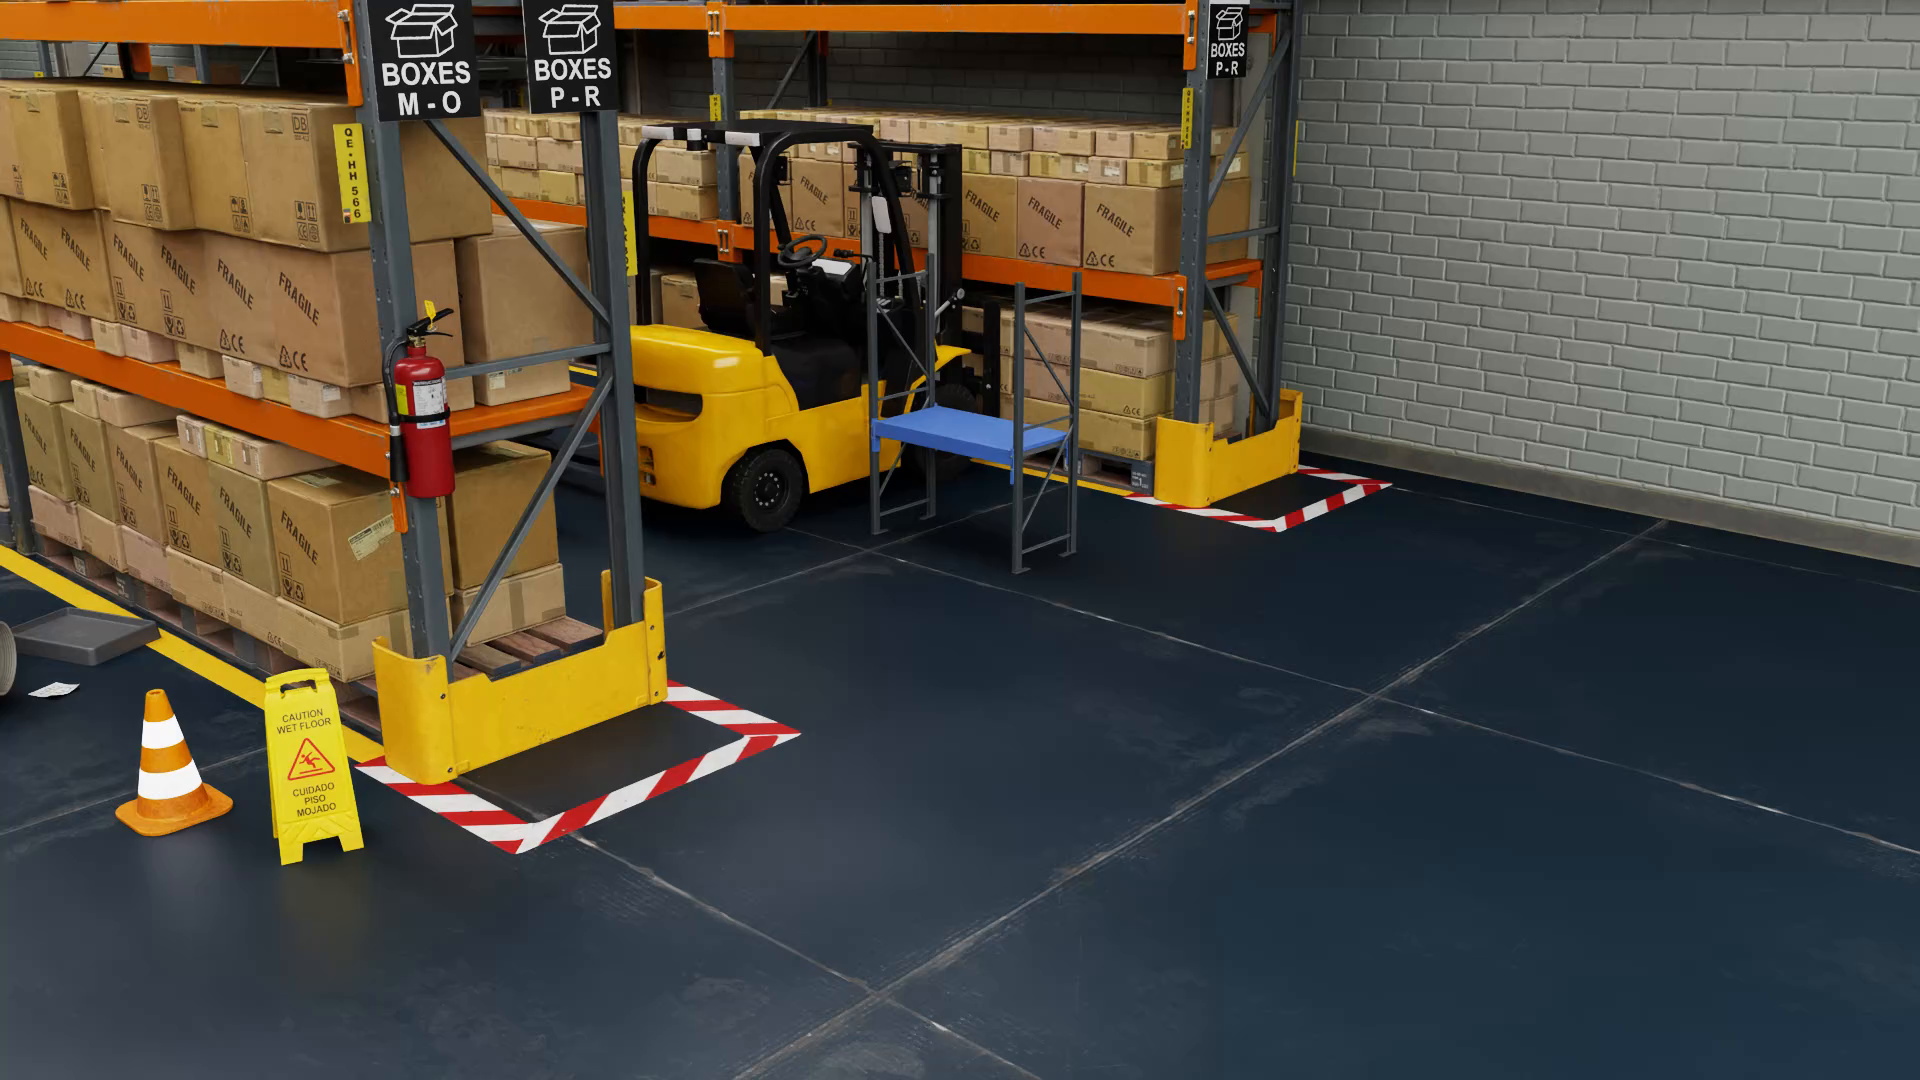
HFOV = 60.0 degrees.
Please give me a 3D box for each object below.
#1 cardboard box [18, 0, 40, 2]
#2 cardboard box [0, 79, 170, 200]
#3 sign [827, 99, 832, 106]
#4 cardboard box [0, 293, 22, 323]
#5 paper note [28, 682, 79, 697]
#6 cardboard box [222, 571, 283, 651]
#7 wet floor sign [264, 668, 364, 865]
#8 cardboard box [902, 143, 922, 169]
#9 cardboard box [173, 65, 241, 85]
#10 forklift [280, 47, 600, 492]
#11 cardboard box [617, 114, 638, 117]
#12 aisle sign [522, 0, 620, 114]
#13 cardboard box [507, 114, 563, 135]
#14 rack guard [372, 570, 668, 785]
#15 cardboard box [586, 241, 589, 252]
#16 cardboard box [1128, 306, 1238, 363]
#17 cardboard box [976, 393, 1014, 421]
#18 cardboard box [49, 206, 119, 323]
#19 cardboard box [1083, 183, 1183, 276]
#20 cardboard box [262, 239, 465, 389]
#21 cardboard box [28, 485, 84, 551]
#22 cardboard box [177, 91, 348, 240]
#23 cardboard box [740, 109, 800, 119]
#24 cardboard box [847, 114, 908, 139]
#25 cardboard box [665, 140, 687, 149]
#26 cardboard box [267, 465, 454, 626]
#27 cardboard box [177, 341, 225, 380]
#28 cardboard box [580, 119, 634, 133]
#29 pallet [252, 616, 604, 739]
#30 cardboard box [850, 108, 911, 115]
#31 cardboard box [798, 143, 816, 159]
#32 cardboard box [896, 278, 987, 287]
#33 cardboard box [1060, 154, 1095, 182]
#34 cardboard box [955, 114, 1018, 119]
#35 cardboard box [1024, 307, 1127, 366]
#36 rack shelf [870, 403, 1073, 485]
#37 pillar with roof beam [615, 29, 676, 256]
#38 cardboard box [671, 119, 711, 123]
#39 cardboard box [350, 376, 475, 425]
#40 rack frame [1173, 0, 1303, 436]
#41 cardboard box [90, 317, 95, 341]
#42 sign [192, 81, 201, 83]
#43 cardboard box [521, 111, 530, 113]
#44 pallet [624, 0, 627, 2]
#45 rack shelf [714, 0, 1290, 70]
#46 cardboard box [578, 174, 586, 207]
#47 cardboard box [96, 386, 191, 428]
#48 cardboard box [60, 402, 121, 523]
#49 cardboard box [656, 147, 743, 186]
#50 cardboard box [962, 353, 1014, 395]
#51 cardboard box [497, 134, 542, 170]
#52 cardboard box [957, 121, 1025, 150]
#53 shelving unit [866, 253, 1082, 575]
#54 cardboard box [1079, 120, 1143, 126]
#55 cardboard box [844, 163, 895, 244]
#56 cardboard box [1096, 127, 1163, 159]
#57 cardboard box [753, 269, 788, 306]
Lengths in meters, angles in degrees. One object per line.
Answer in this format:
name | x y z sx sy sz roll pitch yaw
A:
cardboard box | -4.010 -2.502 7.492 0.250 0.149 0.380 16 24 41
cardboard box | -4.106 -1.880 7.767 0.500 0.500 0.700 15 23 40
sign | -0.999 -3.159 12.545 0.005 0.325 0.100 15 23 39
cardboard box | -4.636 -1.204 8.360 0.250 0.149 0.380 15 23 39
paper note | -3.849 0.632 7.069 0.148 0.019 0.142 7 19 21
cardboard box | -2.832 0.247 7.225 0.500 0.250 0.500 15 23 39
wet floor sign | -2.235 0.746 5.693 0.267 0.644 0.232 -9 20 -27
cardboard box | -0.160 -2.501 10.796 0.250 0.149 0.380 14 23 38
cardboard box | -8.287 -4.976 18.349 0.500 0.500 0.500 14 23 38
forklift | -3.213 -1.825 10.017 3.031 2.935 1.130 14 23 38
cardboard box | -2.820 -3.419 13.690 0.250 0.149 0.380 16 24 41
aisle sign | -1.415 -1.953 6.008 0.004 0.787 0.394 15 23 39
cardboard box | -3.494 -3.420 13.691 0.250 0.149 0.380 15 23 40
rack guard | -1.724 0.520 6.646 0.348 0.500 1.175 15 23 39
cardboard box | -3.407 -2.197 14.306 0.625 0.625 0.875 16 24 41
cardboard box | 1.391 -1.285 10.401 0.500 0.250 0.500 15 23 38
cardboard box | 0.330 -0.897 10.829 0.500 0.250 0.500 15 23 40
cardboard box | -3.757 -1.298 7.585 0.500 0.500 0.500 15 23 39
cardboard box | 1.083 -1.867 9.870 0.500 0.500 0.500 14 23 38
cardboard box | -2.256 -0.892 6.307 0.500 0.500 0.500 15 23 38
cardboard box | -4.397 -0.169 8.537 0.500 0.250 0.500 14 22 37
cardboard box | -2.567 -1.478 6.501 0.500 0.500 0.700 15 23 40
cardboard box | -1.325 -2.950 11.720 0.250 0.149 0.380 16 23 40
cardboard box | -0.537 -2.748 11.083 0.250 0.149 0.380 15 23 38
cardboard box | -1.975 -3.006 12.386 0.250 0.149 0.380 15 23 38
cardboard box | -2.439 -0.005 6.780 0.500 0.500 0.500 15 23 40
cardboard box | -3.092 -0.804 7.101 0.250 0.149 0.380 15 23 39
cardboard box | -2.745 -3.208 13.023 0.250 0.149 0.380 15 23 40
pallet | -2.308 0.487 7.229 1.213 0.211 1.003 15 23 39
cardboard box | -0.560 -2.976 11.800 0.250 0.149 0.380 15 23 39
cardboard box | -0.895 -2.719 11.481 0.250 0.149 0.380 15 23 39
cardboard box | -0.112 -1.691 11.680 0.500 0.250 0.500 15 23 40
cardboard box | 0.815 -2.253 10.015 0.250 0.149 0.380 16 23 40
cardboard box | 0.178 -2.763 11.131 0.250 0.149 0.380 16 24 41
cardboard box | 0.688 -1.269 10.350 0.500 0.250 0.500 16 23 40
rack shelf | 0.064 -0.526 8.885 1.000 0.185 0.538 15 23 39
pillar with roof beam | -5.643 -5.214 10.663 0.400 9.000 9.100 15 23 39
cardboard box | -2.044 -3.221 13.066 0.250 0.149 0.380 15 23 39
cardboard box | -2.089 -0.563 6.342 0.250 0.149 0.380 16 24 41
rack frame | 1.625 -1.780 9.761 0.127 3.000 1.000 15 23 39
cardboard box | -3.812 -1.014 7.764 0.250 0.149 0.380 15 23 39
sign | -7.705 -4.477 16.830 0.005 0.325 0.100 15 23 39
cardboard box | -3.558 -3.630 14.354 0.250 0.149 0.380 15 23 39
pallet | -2.953 -4.386 13.326 1.213 0.211 1.003 16 24 42
rack shelf | 0.129 -3.268 10.681 4.000 0.370 1.077 15 23 39
cardboard box | -2.648 -2.760 13.097 0.500 0.250 0.500 15 23 40
cardboard box | -3.754 -0.641 7.712 0.250 0.149 0.380 17 24 42
cardboard box | -3.988 -0.422 8.093 0.500 0.500 0.500 16 24 41
cardboard box | -1.904 -2.790 12.367 0.500 0.250 0.500 14 23 38
cardboard box | 0.285 -1.137 10.759 0.500 0.250 0.500 14 23 38
cardboard box | -3.436 -3.198 13.653 0.500 0.250 0.500 14 23 38
cardboard box | 0.196 -2.536 10.415 0.250 0.149 0.380 16 23 40
shelving unit | 0.064 -0.698 8.831 1.048 1.500 0.538 15 23 39
cardboard box | 0.960 -2.557 10.481 0.250 0.149 0.380 15 23 40
cardboard box | -0.428 -2.280 11.172 0.500 0.500 0.500 15 23 39
cardboard box | 1.012 -2.345 9.813 0.250 0.149 0.380 15 23 39
cardboard box | -1.213 -1.781 11.963 0.500 0.250 0.500 15 23 38
